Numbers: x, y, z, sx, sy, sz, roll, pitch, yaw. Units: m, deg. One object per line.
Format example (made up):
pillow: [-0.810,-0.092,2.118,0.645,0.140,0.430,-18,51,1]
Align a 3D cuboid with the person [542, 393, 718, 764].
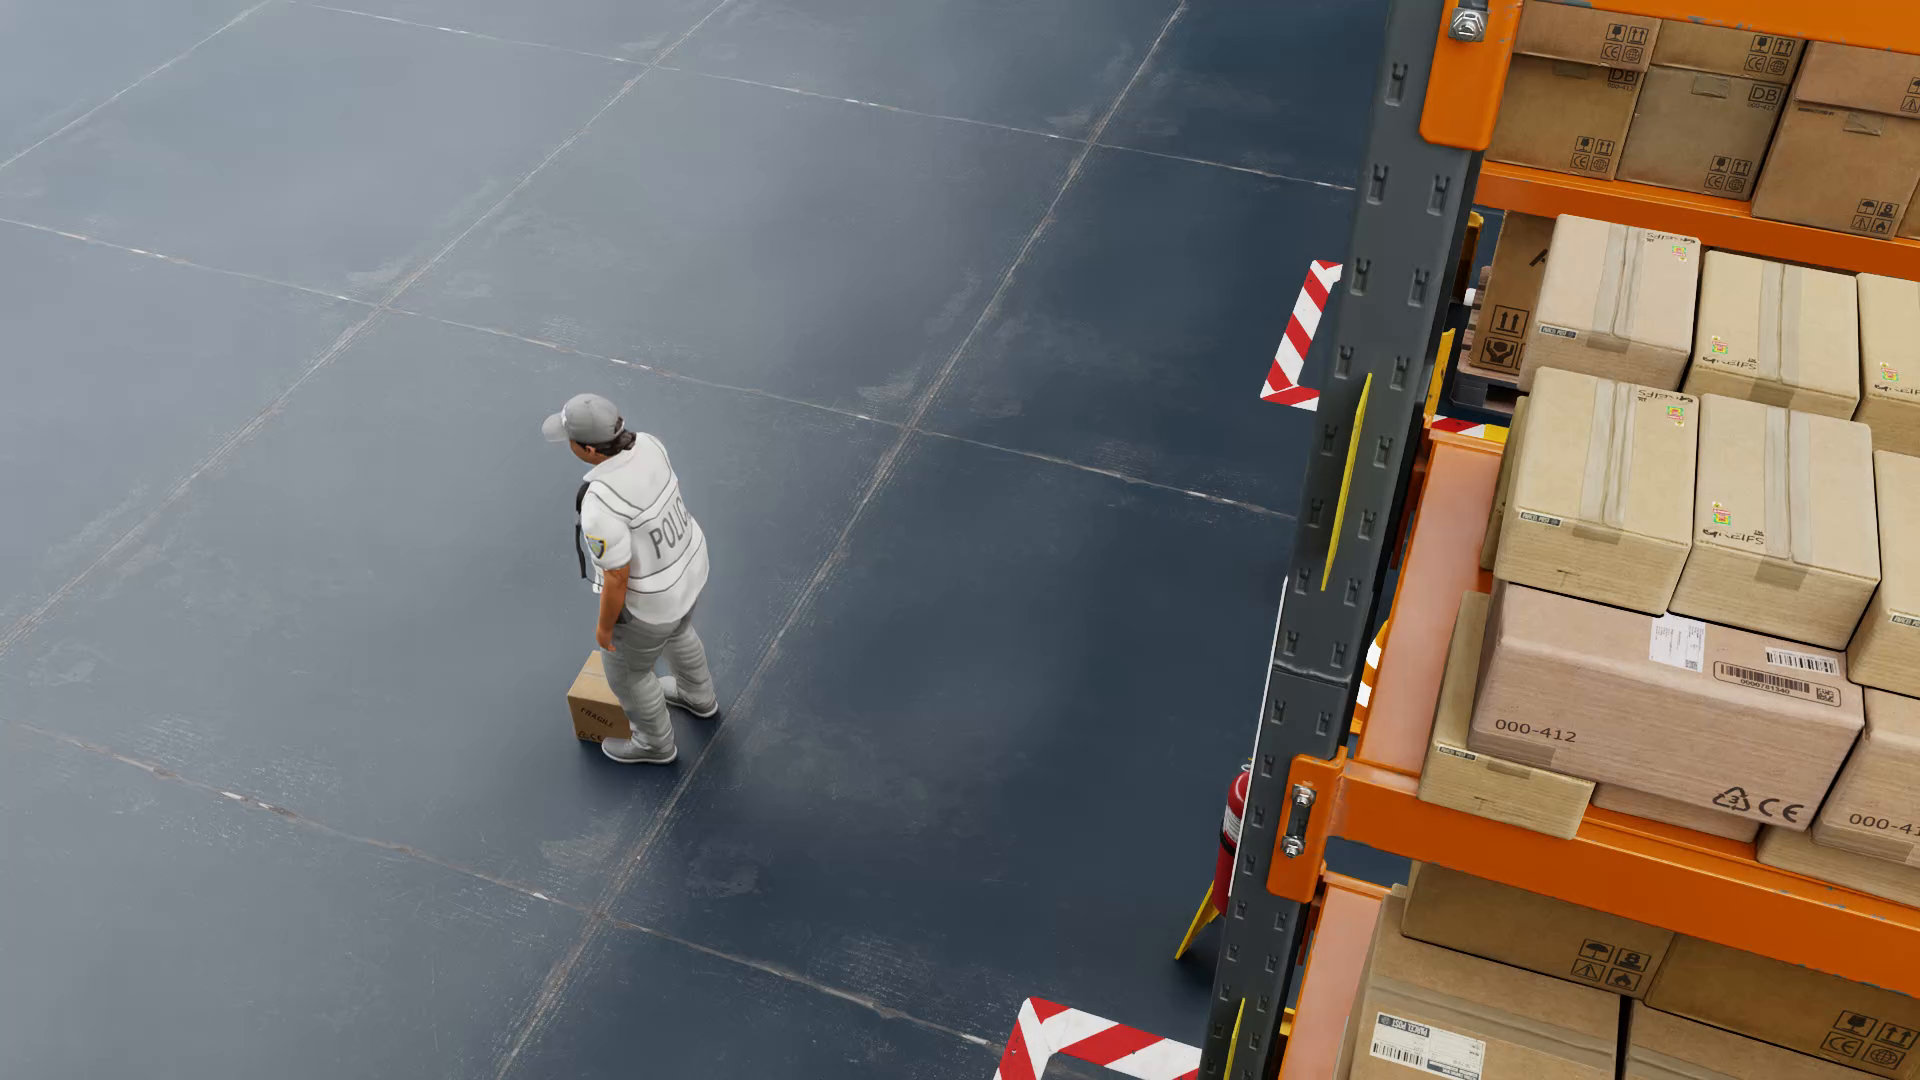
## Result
person: [-1.152,0.152,5.984,0.467,1.667,0.559,12,43,13]
